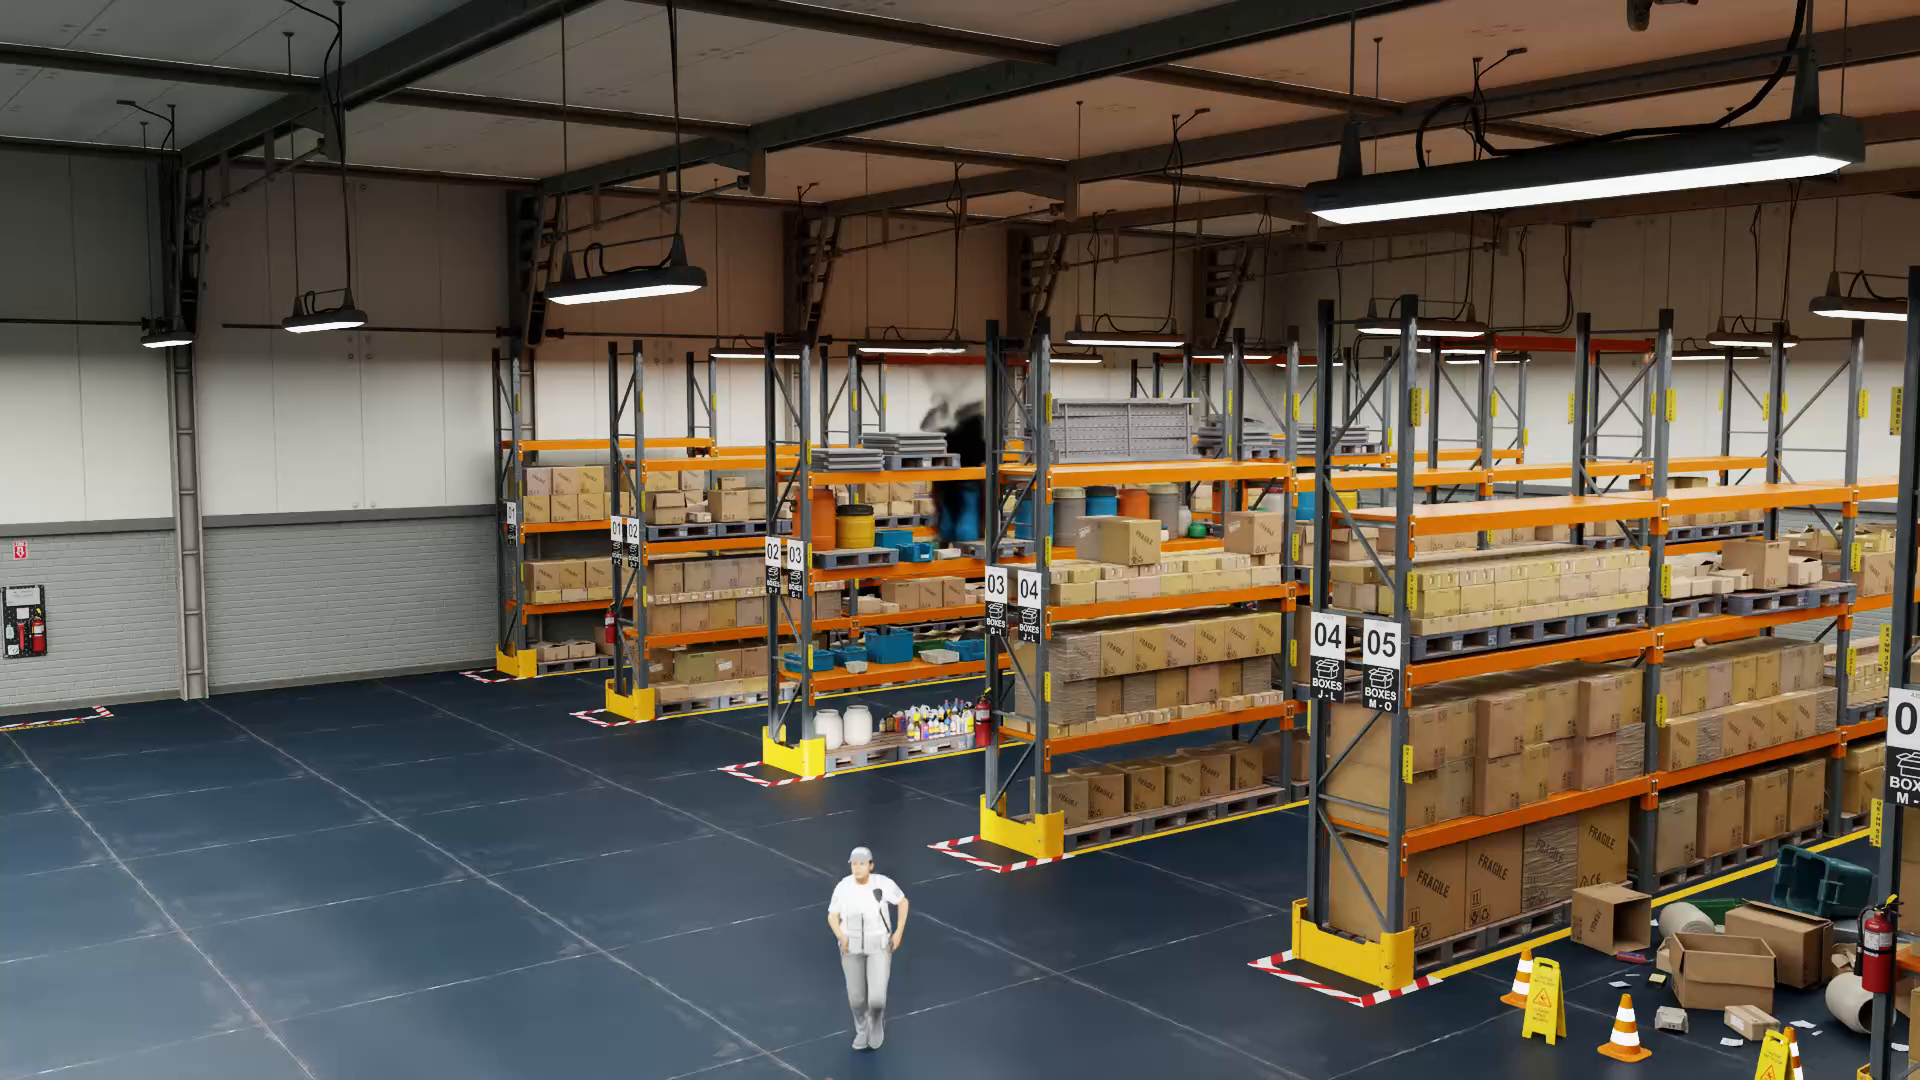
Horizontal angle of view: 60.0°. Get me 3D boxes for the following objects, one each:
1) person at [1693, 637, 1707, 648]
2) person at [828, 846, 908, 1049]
[{"bbox_3d":[10.707,2.218,24.155,0.628,1.667,0.547,-4,7,-40],"label":"person"},{"bbox_3d":[-0.734,3.218,13.019,0.618,1.615,0.570,0,5,5],"label":"person"}]
